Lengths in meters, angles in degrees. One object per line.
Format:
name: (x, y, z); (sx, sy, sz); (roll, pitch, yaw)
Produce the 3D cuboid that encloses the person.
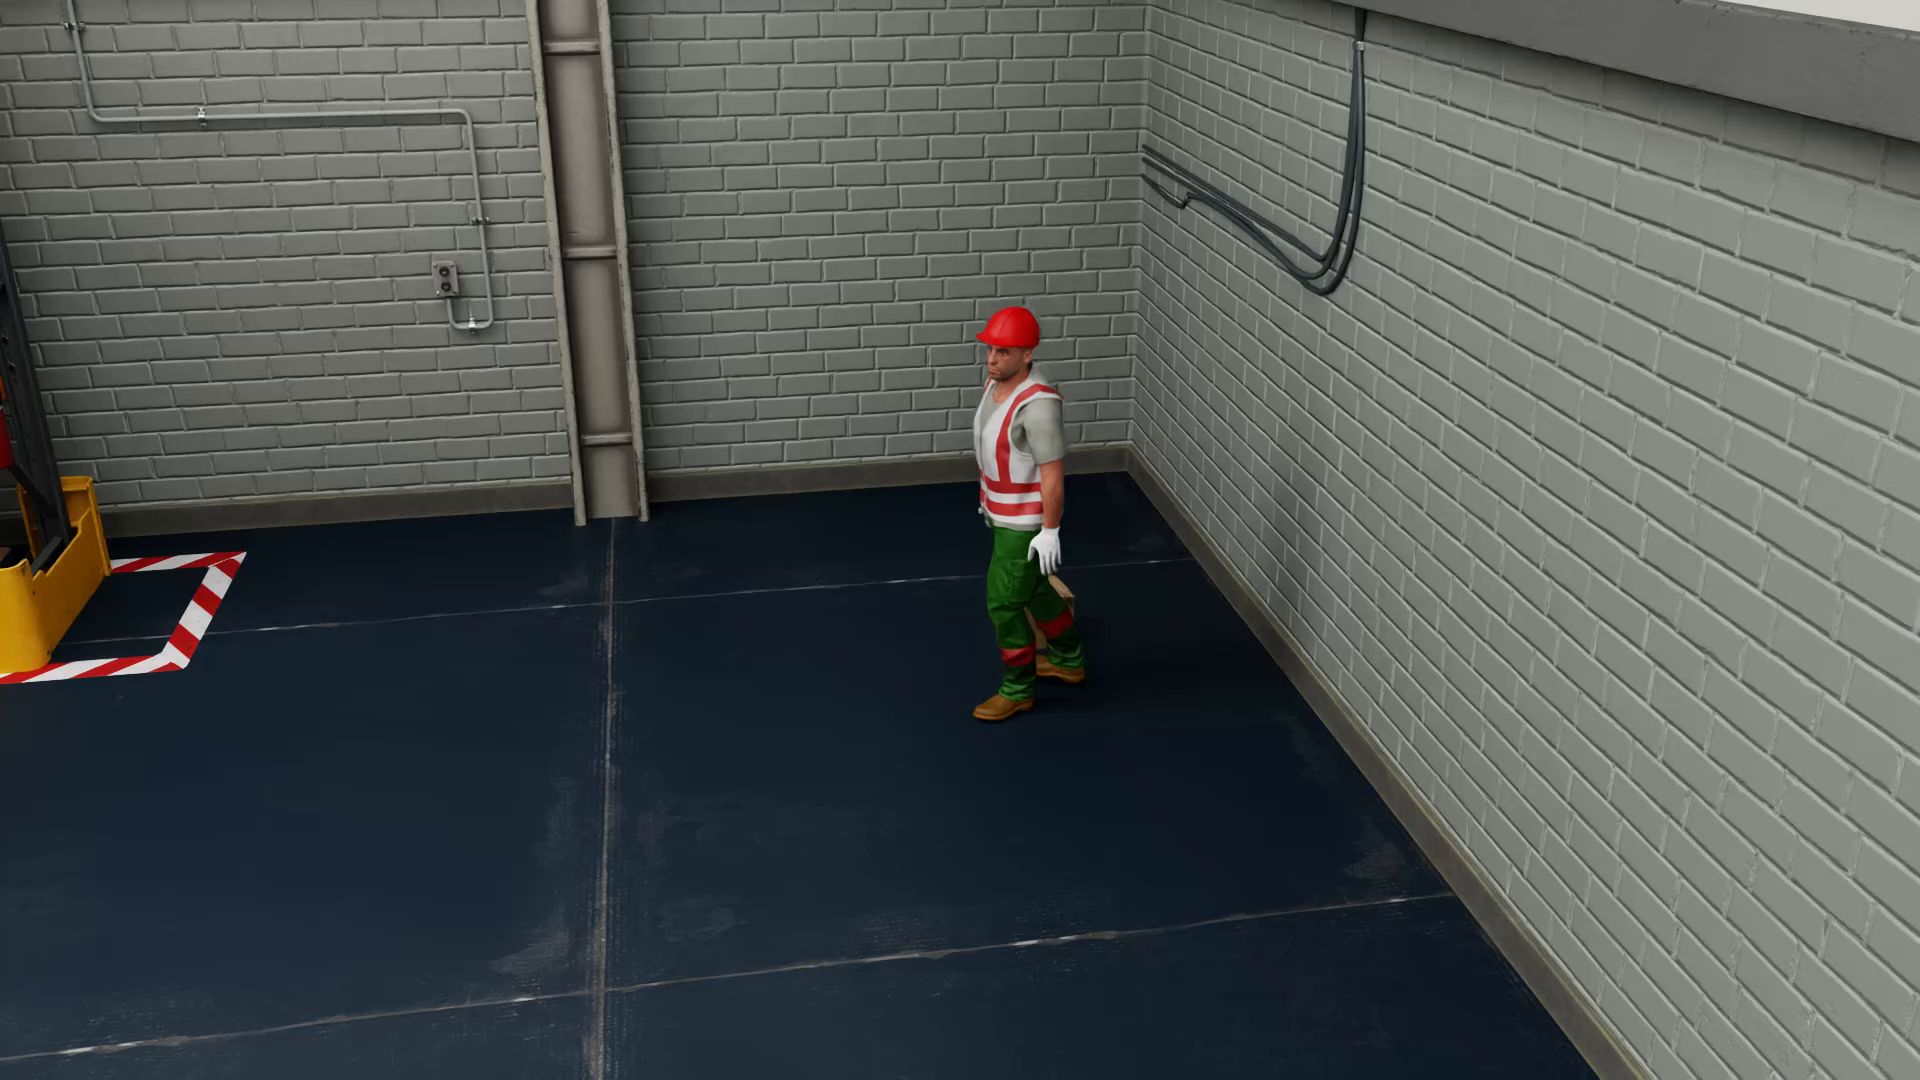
person: (0.299, -0.117, 6.845); (0.567, 1.775, 0.577); (-7, 24, -16)
